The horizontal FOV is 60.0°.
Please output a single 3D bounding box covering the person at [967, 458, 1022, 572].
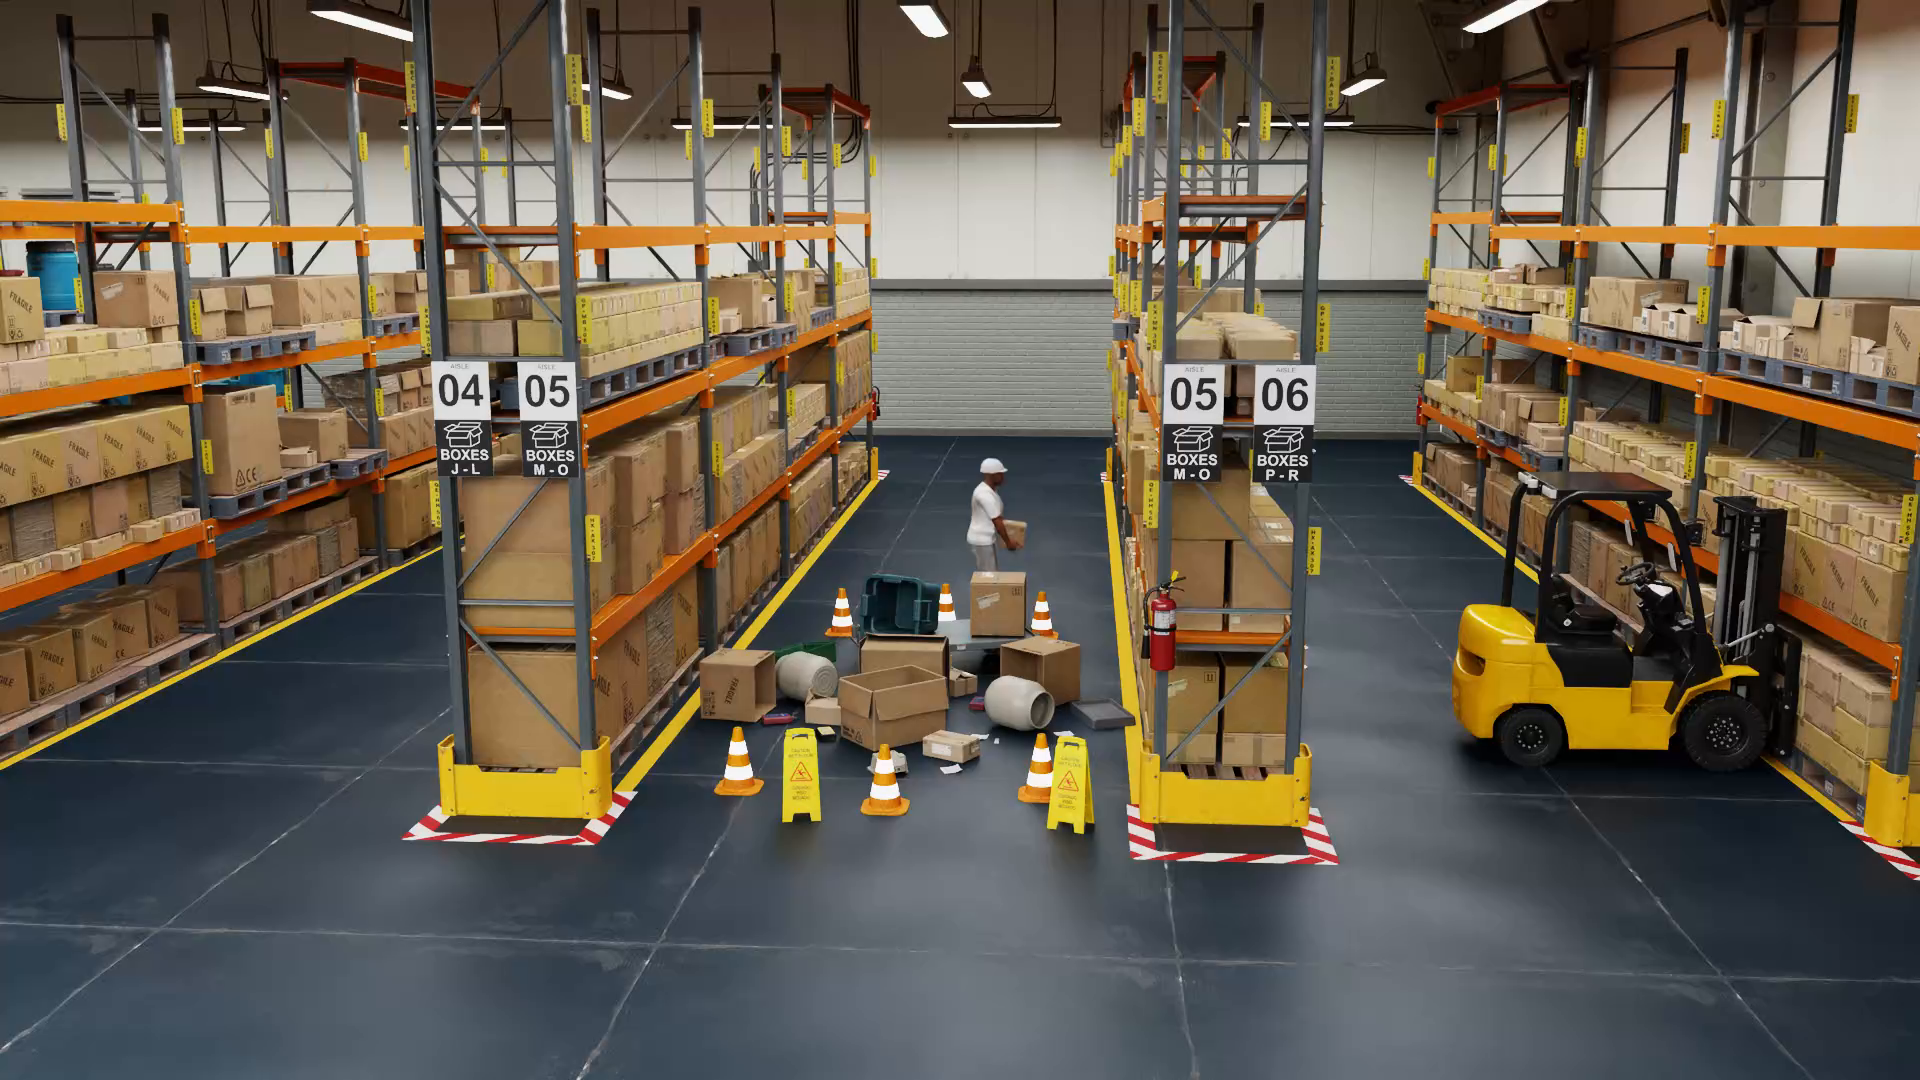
[{"bbox_3d":[0.358,0.027,17.239,0.577,1.755,0.505,1,11,3],"label":"person"}]
